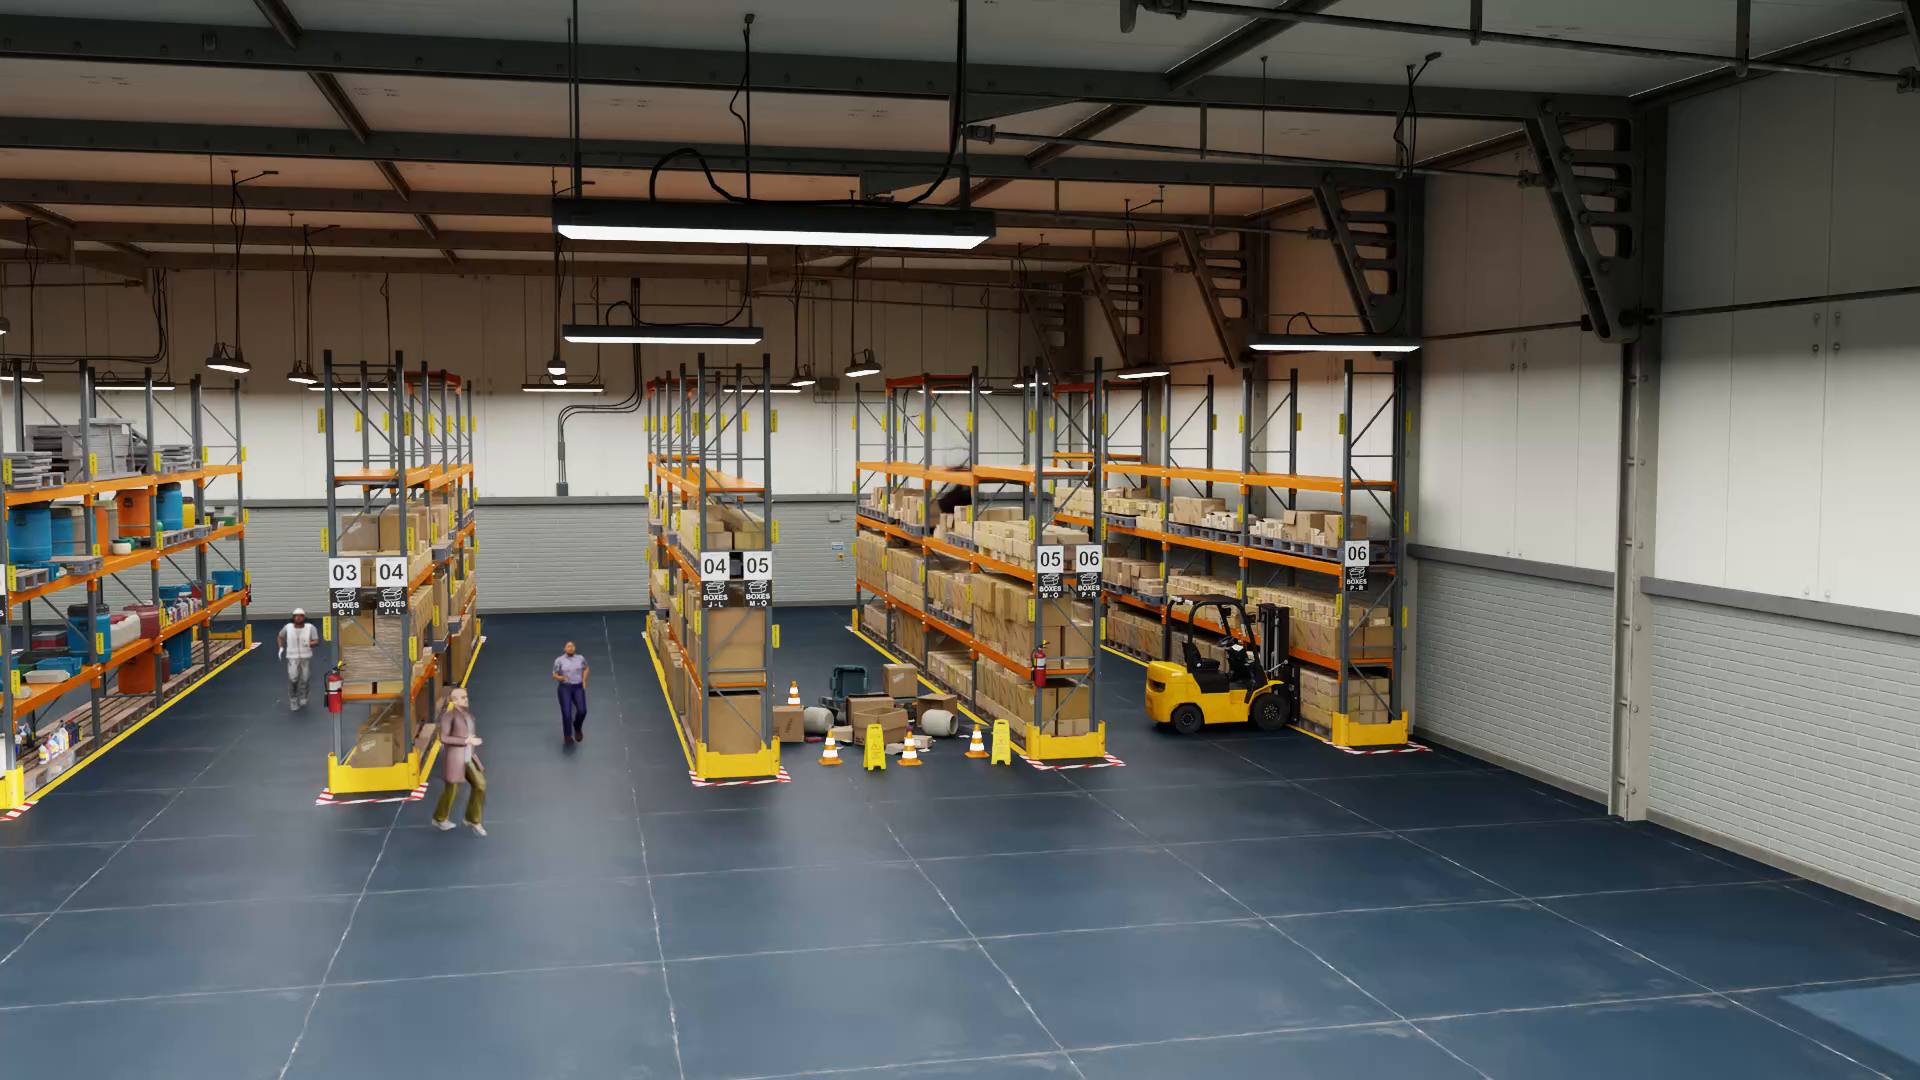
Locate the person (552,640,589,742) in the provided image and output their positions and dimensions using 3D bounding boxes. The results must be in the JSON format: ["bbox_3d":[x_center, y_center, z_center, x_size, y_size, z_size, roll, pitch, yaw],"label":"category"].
[{"bbox_3d":[-6.071,2.380,26.050,0.591,1.618,0.576,-2,4,-23],"label":"person"}]

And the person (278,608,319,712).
[{"bbox_3d":[-11.552,2.094,29.066,0.656,1.805,0.725,-2,4,-25],"label":"person"}]

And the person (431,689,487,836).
[{"bbox_3d":[-6.103,2.726,20.230,0.843,1.852,0.690,2,4,25],"label":"person"}]
